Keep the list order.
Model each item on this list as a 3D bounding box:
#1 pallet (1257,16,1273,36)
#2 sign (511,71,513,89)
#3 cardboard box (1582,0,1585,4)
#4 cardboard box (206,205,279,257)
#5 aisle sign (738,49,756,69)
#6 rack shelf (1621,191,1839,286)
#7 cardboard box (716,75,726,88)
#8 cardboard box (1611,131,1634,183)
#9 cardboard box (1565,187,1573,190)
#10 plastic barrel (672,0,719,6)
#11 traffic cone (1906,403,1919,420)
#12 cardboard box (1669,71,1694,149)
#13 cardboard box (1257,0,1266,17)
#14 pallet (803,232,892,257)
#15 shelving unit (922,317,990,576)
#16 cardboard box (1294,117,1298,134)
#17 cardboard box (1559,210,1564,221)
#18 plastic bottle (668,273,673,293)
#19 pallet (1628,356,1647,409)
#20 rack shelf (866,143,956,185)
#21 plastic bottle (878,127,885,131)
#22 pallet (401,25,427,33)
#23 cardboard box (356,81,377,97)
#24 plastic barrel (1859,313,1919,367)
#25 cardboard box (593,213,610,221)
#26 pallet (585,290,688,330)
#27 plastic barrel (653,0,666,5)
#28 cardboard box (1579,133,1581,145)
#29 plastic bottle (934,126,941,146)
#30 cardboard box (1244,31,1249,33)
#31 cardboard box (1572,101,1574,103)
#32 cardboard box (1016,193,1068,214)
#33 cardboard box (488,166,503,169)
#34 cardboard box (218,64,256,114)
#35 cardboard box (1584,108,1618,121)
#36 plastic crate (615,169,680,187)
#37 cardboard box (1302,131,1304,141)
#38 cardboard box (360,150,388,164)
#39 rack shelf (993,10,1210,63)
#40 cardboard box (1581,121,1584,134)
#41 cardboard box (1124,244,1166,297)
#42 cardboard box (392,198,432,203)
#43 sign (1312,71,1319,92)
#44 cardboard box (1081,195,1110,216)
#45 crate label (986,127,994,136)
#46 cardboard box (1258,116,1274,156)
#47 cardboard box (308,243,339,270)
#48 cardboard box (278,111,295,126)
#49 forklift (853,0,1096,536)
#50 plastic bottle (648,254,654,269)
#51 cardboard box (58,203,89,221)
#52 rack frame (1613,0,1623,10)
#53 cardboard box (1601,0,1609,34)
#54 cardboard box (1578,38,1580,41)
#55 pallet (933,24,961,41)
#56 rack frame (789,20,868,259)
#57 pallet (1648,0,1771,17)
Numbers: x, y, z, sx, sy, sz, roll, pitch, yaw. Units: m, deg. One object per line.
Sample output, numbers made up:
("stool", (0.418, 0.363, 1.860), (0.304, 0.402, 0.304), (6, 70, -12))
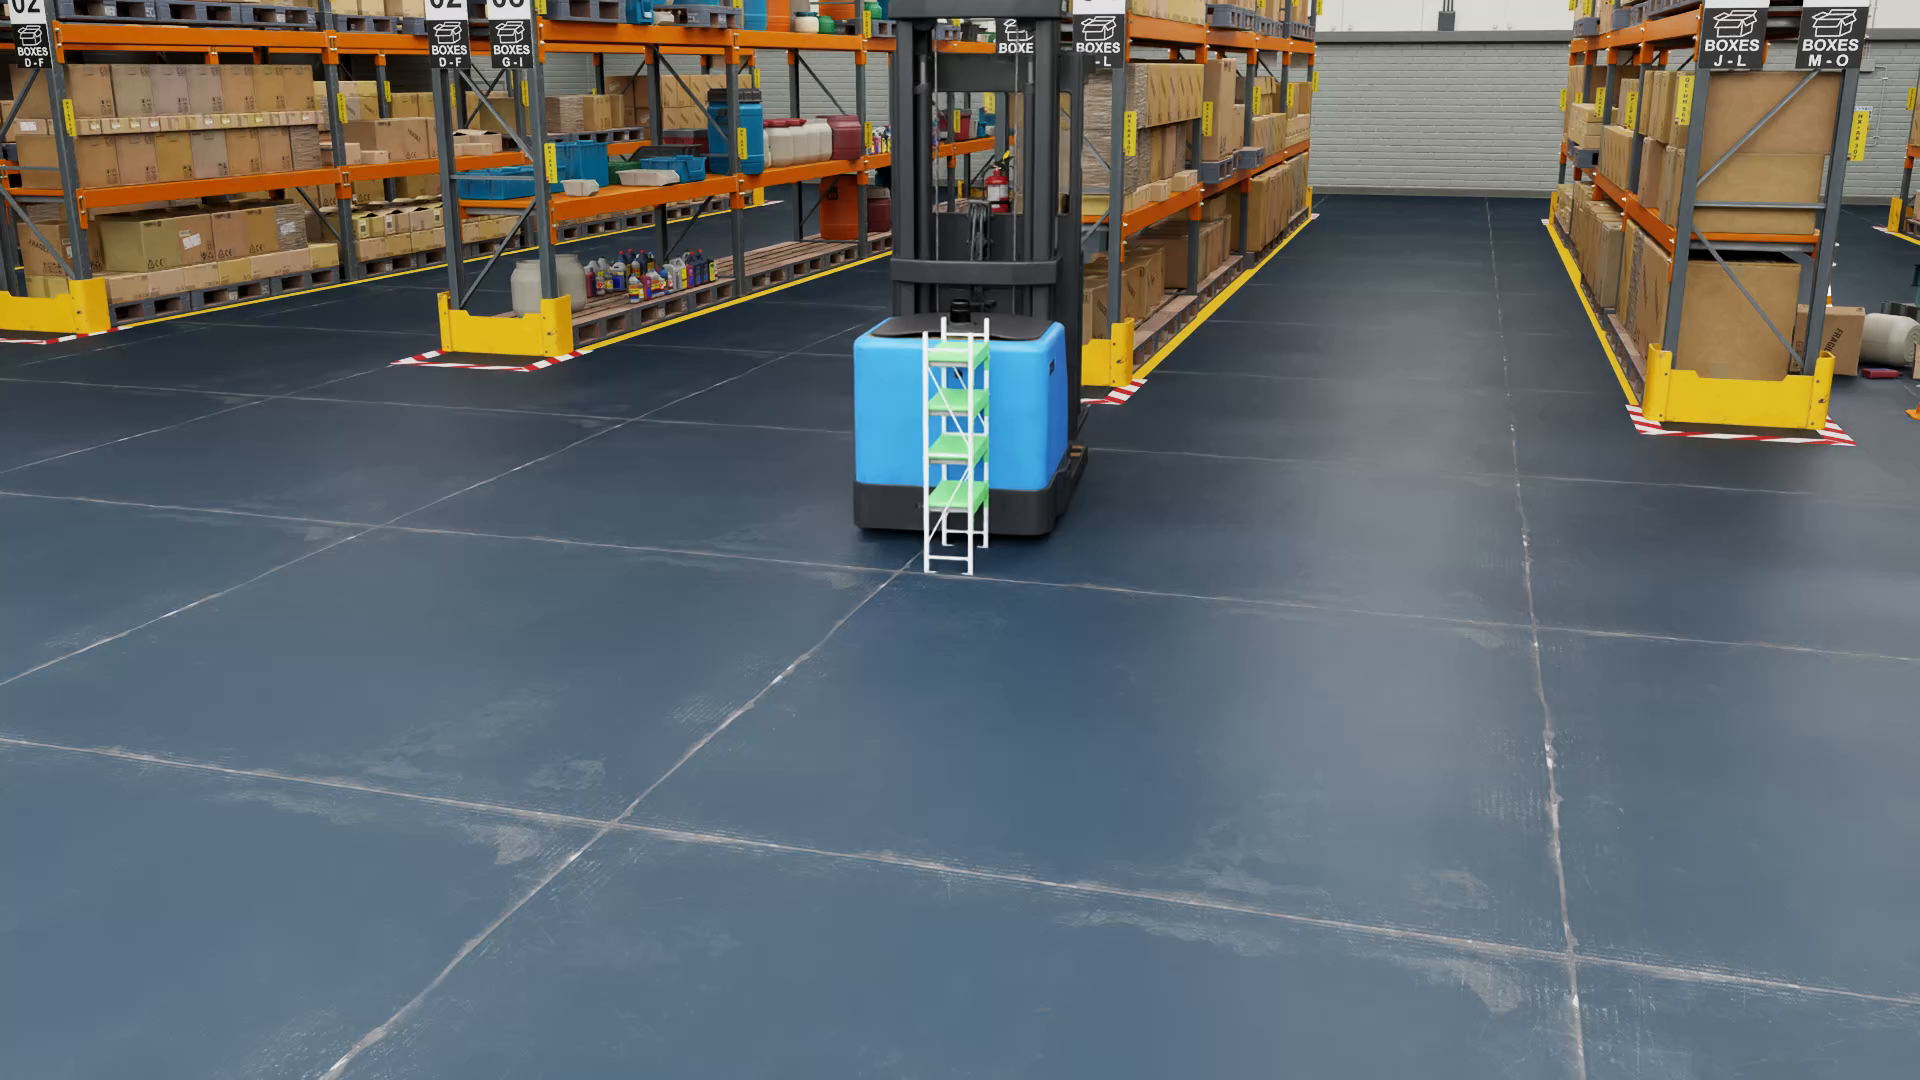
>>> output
("pallet", (3.171, -6.328, 20.492), (1.213, 0.211, 1.003), (5, 17, 18))
("sign", (-8.419, -8.674, 31.357), (0.100, 0.325, 0.005), (5, 16, 16))
("cardboard box", (9.124, -7.753, 23.798), (0.380, 0.149, 0.250), (4, 16, 15))
("cardboard box", (-7.809, -3.367, 18.097), (0.500, 0.500, 0.500), (5, 16, 16))
("aisle sign", (-3.872, -8.910, 29.982), (0.394, 0.787, 0.004), (5, 16, 16))
("rack shelf", (6.060, -2.476, 13.382), (1.077, 0.370, 4.000), (5, 16, 16))
("cardboard box", (-4.333, -7.789, 28.776), (0.500, 0.500, 0.500), (5, 17, 17))
("cardboard box", (6.808, -3.816, 16.601), (0.500, 0.500, 0.500), (5, 17, 16))
("cardboard box", (9.416, -5.282, 25.321), (0.380, 0.149, 0.250), (4, 16, 13))
("plastic barrel", (-2.910, -5.975, 17.982), (0.600, 0.901, 0.708), (5, 16, 16))
("traffic cone", (7.004, -1.108, 11.886), (0.336, 0.463, 0.334), (5, 16, 16))
("cardboard box", (5.702, -3.136, 12.135), (0.875, 0.550, 0.550), (5, 16, 16))
("cardboard box", (3.599, -7.034, 21.676), (0.797, 0.503, 0.637), (4, 16, 15))
("pallet", (-1.526, -4.055, 22.740), (1.003, 0.211, 1.213), (5, 16, 16))
("shelving unit", (-0.016, -0.474, 8.302), (0.258, 1.200, 0.503), (3, 16, 9))
("cardboard box", (4.848, -6.289, 25.235), (0.500, 0.250, 0.500), (5, 17, 17))
("cardboard box", (9.210, -4.872, 24.965), (0.380, 0.149, 0.250), (4, 16, 13))
("plastic bottle", (-2.957, -2.606, 16.840), (0.097, 0.201, 0.097), (0, 16, 0))
("pallet", (5.644, -1.173, 12.578), (1.003, 0.211, 1.213), (5, 16, 16))
("rack shelf", (-1.142, -5.365, 23.564), (1.077, 0.370, 4.000), (5, 16, 16))
("plastic bottle", (-1.174, -5.987, 24.667), (0.152, 0.276, 0.135), (5, 16, 16))
("pallet", (-6.565, -6.740, 21.945), (1.213, 0.211, 1.003), (5, 17, 18))
("cardboard box", (-9.959, -7.422, 27.359), (0.500, 0.250, 0.500), (5, 17, 17))
("plastic barrel", (7.777, -1.691, 14.014), (0.421, 0.421, 0.512), (-10, 19, -32))
("cardboard box", (-5.621, -5.084, 25.030), (0.500, 0.500, 0.500), (4, 16, 14))
("pallet", (-3.422, -2.307, 16.575), (1.003, 0.211, 1.213), (5, 16, 16))
("plastic barrel", (-3.232, -5.775, 16.508), (0.600, 0.901, 0.708), (5, 16, 16))
("cardboard box", (7.684, -4.835, 20.070), (0.380, 0.149, 0.250), (4, 16, 15))
("plastic bottle", (-0.375, -6.046, 24.876), (0.152, 0.276, 0.135), (5, 16, 16))
("cardboard box", (3.011, -5.900, 18.911), (0.500, 0.250, 0.500), (5, 16, 16))
("cardboard box", (9.060, -6.044, 23.913), (0.500, 0.500, 0.500), (5, 16, 16))
("cardboard box", (0.648, -2.680, 13.241), (0.380, 0.149, 0.250), (5, 16, 16))
("cardboard box", (-9.038, -6.857, 31.320), (0.700, 0.500, 0.500), (5, 16, 16))
("cardboard box", (-8.000, -4.818, 17.759), (0.700, 0.500, 0.500), (5, 16, 16))
("cardboard box", (7.539, -4.989, 19.522), (0.380, 0.149, 0.250), (4, 16, 15))
("plastic crate", (-3.065, -3.570, 16.401), (0.530, 0.136, 0.437), (5, 16, 16))
("cardboard box", (5.238, -6.389, 26.319), (0.380, 0.149, 0.250), (4, 16, 15))
("cardboard box", (-7.147, -4.621, 20.085), (0.380, 0.149, 0.250), (5, 16, 16))
("rack shelf", (1.334, -4.331, 14.421), (1.077, 0.370, 4.000), (5, 16, 16))
("cardboard box", (7.616, -4.920, 19.824), (0.380, 0.149, 0.250), (5, 17, 17))
("cardboard box", (1.750, -2.655, 16.503), (0.500, 0.500, 0.500), (4, 16, 14))
("cardboard box", (-7.177, -4.336, 21.861), (0.500, 0.311, 0.500), (4, 16, 14))
("sign", (5.828, -7.522, 27.295), (0.100, 0.325, 0.005), (5, 16, 16))
("cardboard box", (1.075, -2.646, 13.120), (0.380, 0.149, 0.250), (5, 16, 16))
("crate label", (0.353, -6.806, 27.699), (0.396, 0.136, 0.243), (5, 16, 16))
("cardboard box", (3.868, -5.358, 22.038), (0.500, 0.500, 0.500), (5, 16, 16))
("cardboard box", (-7.517, -3.267, 19.120), (0.500, 0.250, 0.500), (5, 16, 16))
("cardboard box", (-7.611, -4.665, 18.408), (0.380, 0.149, 0.250), (4, 16, 14))
("forklift", (0.192, -1.790, 9.769), (1.130, 2.935, 3.031), (3, 16, 9))
("plastic bottle", (-3.321, -2.902, 17.734), (0.061, 0.283, 0.133), (5, 16, 16))
("cardboard box", (-12.053, -4.251, 22.095), (0.700, 0.500, 0.500), (4, 16, 15))
("rack frame", (7.765, -7.278, 17.999), (1.000, 3.000, 0.127), (5, 16, 16))
("cardboard box", (7.814, -6.184, 19.456), (0.500, 0.500, 0.500), (5, 16, 16))
("cardboard box", (9.221, -7.351, 24.027), (0.500, 0.250, 0.500), (5, 16, 16))
("pallet", (-0.702, -7.373, 24.177), (1.213, 0.211, 1.003), (5, 16, 16))
("rack frame", (-1.710, -5.187, 21.621), (1.000, 3.000, 0.127), (5, 16, 16))
("pallet", (6.386, -4.533, 13.979), (1.003, 0.211, 1.213), (5, 16, 16))
